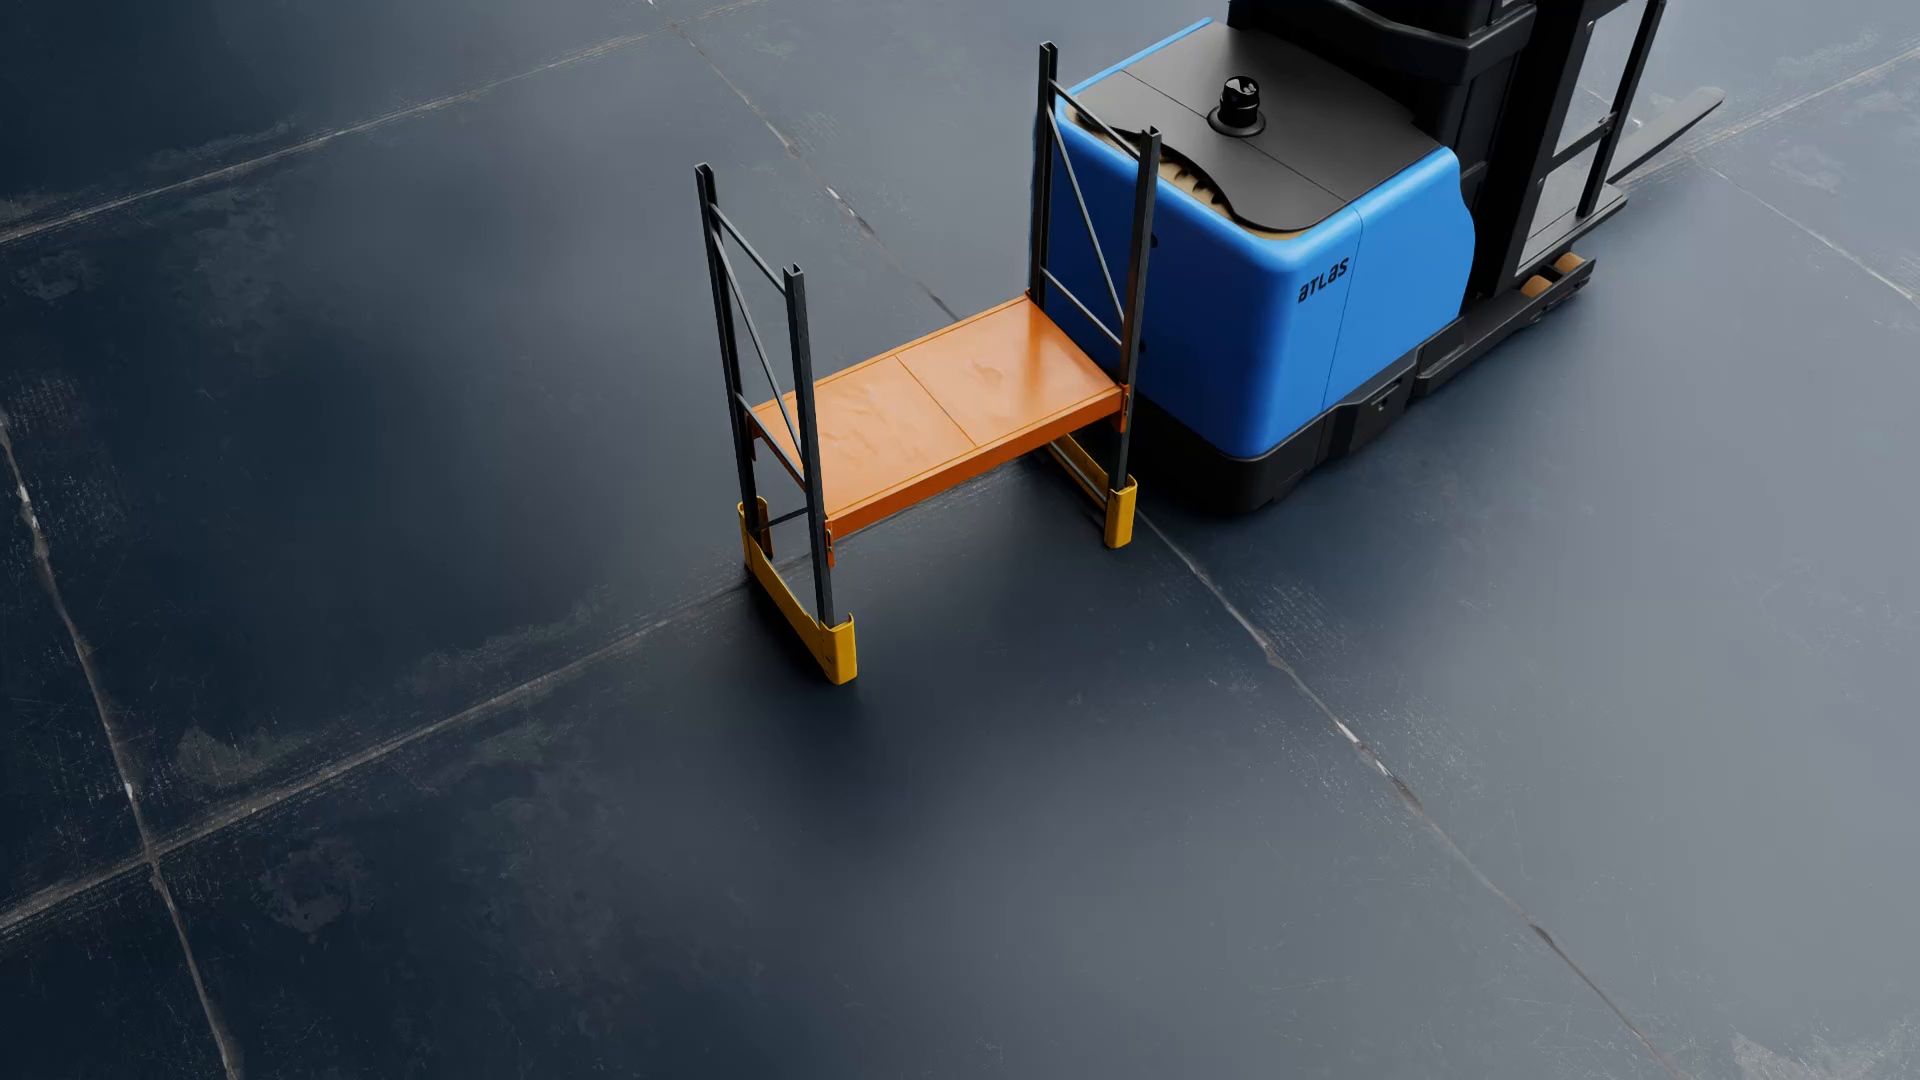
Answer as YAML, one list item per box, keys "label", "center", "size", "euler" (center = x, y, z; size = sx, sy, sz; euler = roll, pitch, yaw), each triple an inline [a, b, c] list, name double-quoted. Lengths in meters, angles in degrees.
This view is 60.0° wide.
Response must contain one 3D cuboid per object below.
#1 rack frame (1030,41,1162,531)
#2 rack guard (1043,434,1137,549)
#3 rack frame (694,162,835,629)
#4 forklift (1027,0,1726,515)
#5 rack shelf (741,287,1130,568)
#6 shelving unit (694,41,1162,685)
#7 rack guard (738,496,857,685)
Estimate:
- label: "rack frame"
  center: [0.358, -0.667, 4.840]
  size: [0.032, 1.500, 0.500]
  euler: [-25, 53, -21]
- label: "rack guard"
  center: [0.357, -0.251, 5.306]
  size: [0.087, 0.250, 0.587]
  euler: [-25, 53, -21]
- label: "rack frame"
  center: [-0.502, -0.262, 4.479]
  size: [0.032, 1.500, 0.500]
  euler: [-25, 53, -21]
- label: "forklift"
  center: [1.645, -2.015, 5.082]
  size: [3.031, 2.935, 1.130]
  euler: [-33, 56, -26]
- label: "rack shelf"
  center: [-0.072, -0.345, 4.794]
  size: [1.000, 0.185, 0.538]
  euler: [-25, 53, -21]
- label: "shelving unit"
  center: [-0.064, -0.468, 4.663]
  size: [1.083, 1.500, 0.587]
  euler: [-25, 53, -21]
- label: "rack guard"
  center: [-0.486, 0.146, 4.953]
  size: [0.087, 0.250, 0.587]
  euler: [-25, 53, -21]
